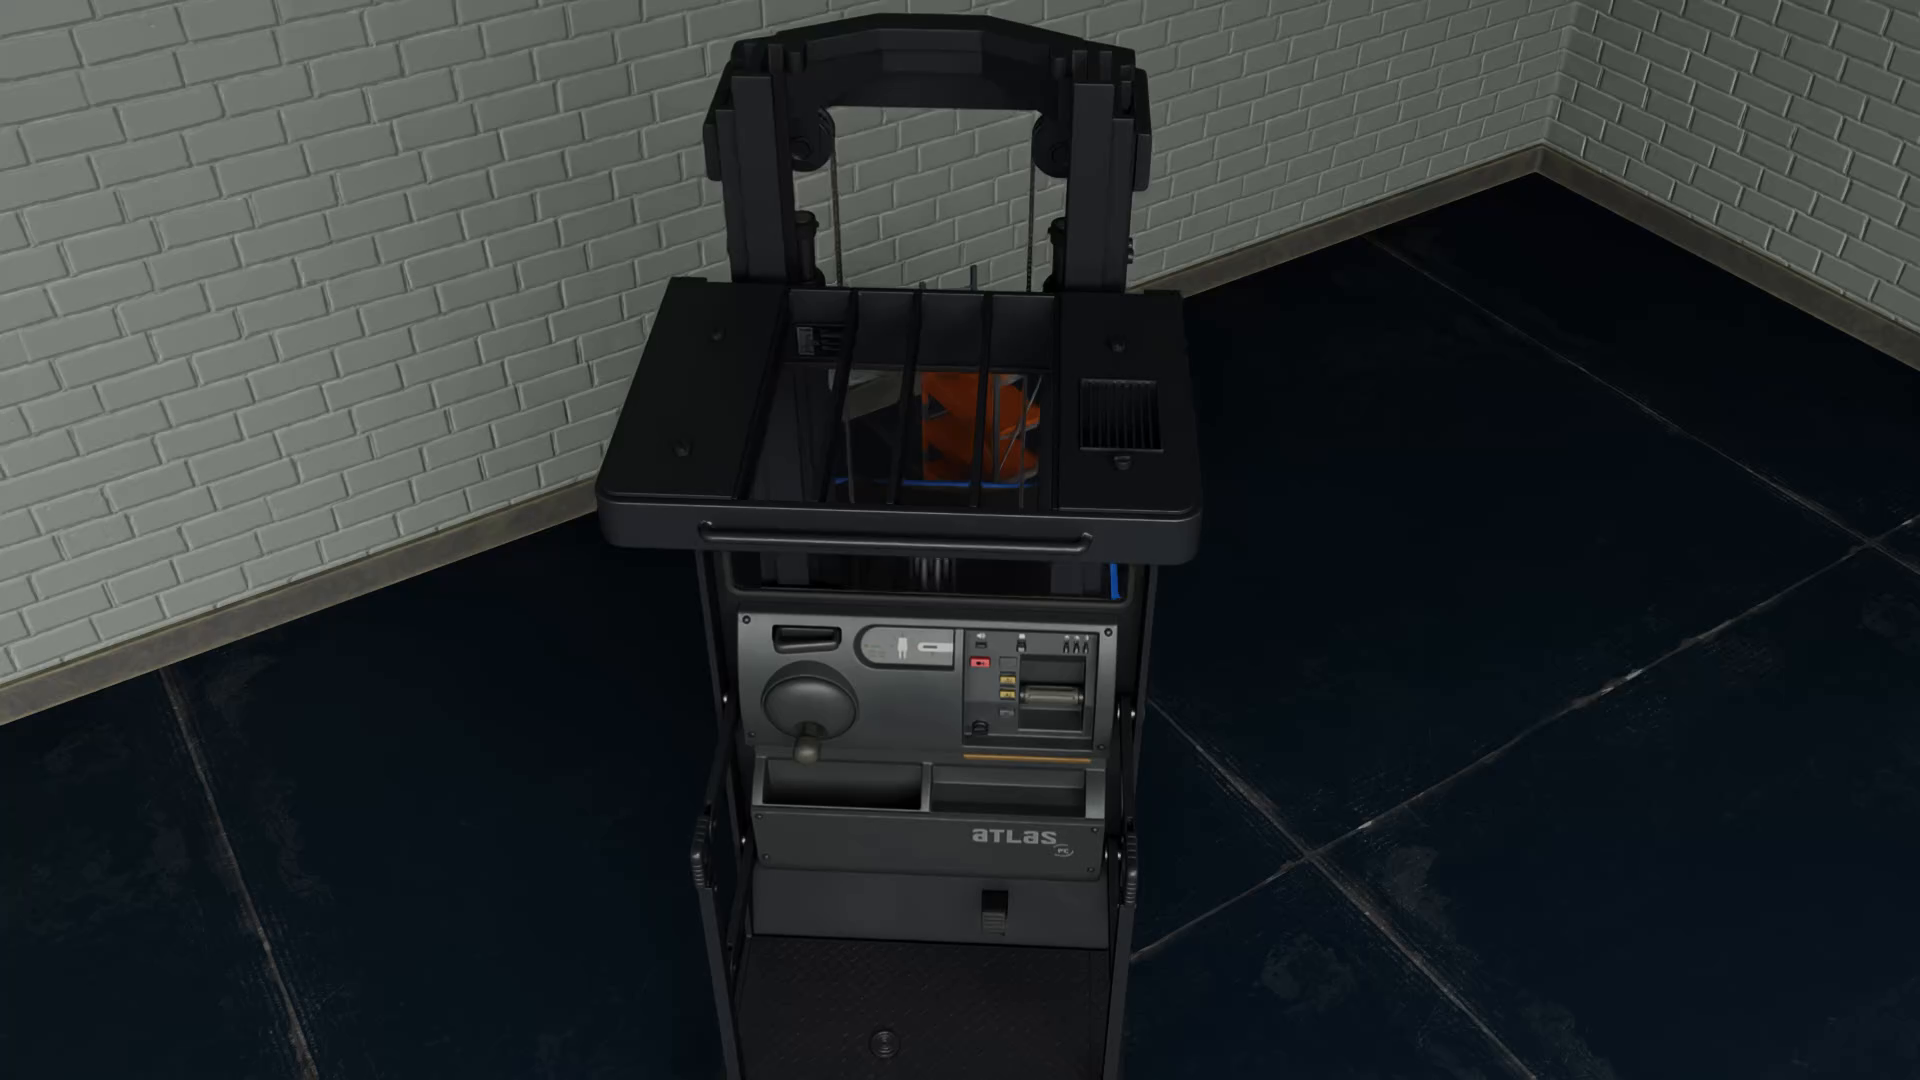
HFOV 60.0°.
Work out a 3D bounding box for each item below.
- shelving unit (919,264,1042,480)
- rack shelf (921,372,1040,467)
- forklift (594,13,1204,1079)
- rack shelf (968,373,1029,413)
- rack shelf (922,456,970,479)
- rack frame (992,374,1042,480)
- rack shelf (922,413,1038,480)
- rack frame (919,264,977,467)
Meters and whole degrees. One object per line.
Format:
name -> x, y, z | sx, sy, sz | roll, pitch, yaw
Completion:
shelving unit -> 0.089, -0.372, 6.259 | 0.258, 1.200, 0.503 | -22, 45, -24
rack shelf -> 0.089, -0.492, 6.159 | 0.258, 0.148, 0.480 | -22, 45, -24
forklift -> -0.091, 0.441, 3.931 | 1.130, 2.935, 3.031 | 2, 40, 2
rack shelf -> 0.089, -0.673, 6.007 | 0.258, 0.148, 0.480 | -22, 45, -24
rack shelf -> 0.089, -0.167, 6.429 | 0.258, 0.148, 0.480 | -22, 45, -24
rack frame -> 0.220, -0.240, 6.101 | 0.240, 1.200, 0.015 | -22, 45, -24
rack shelf -> 0.089, -0.320, 6.302 | 0.258, 0.148, 0.480 | -22, 45, -24
rack frame -> -0.042, -0.503, 6.417 | 0.240, 1.200, 0.015 | -22, 45, -24
